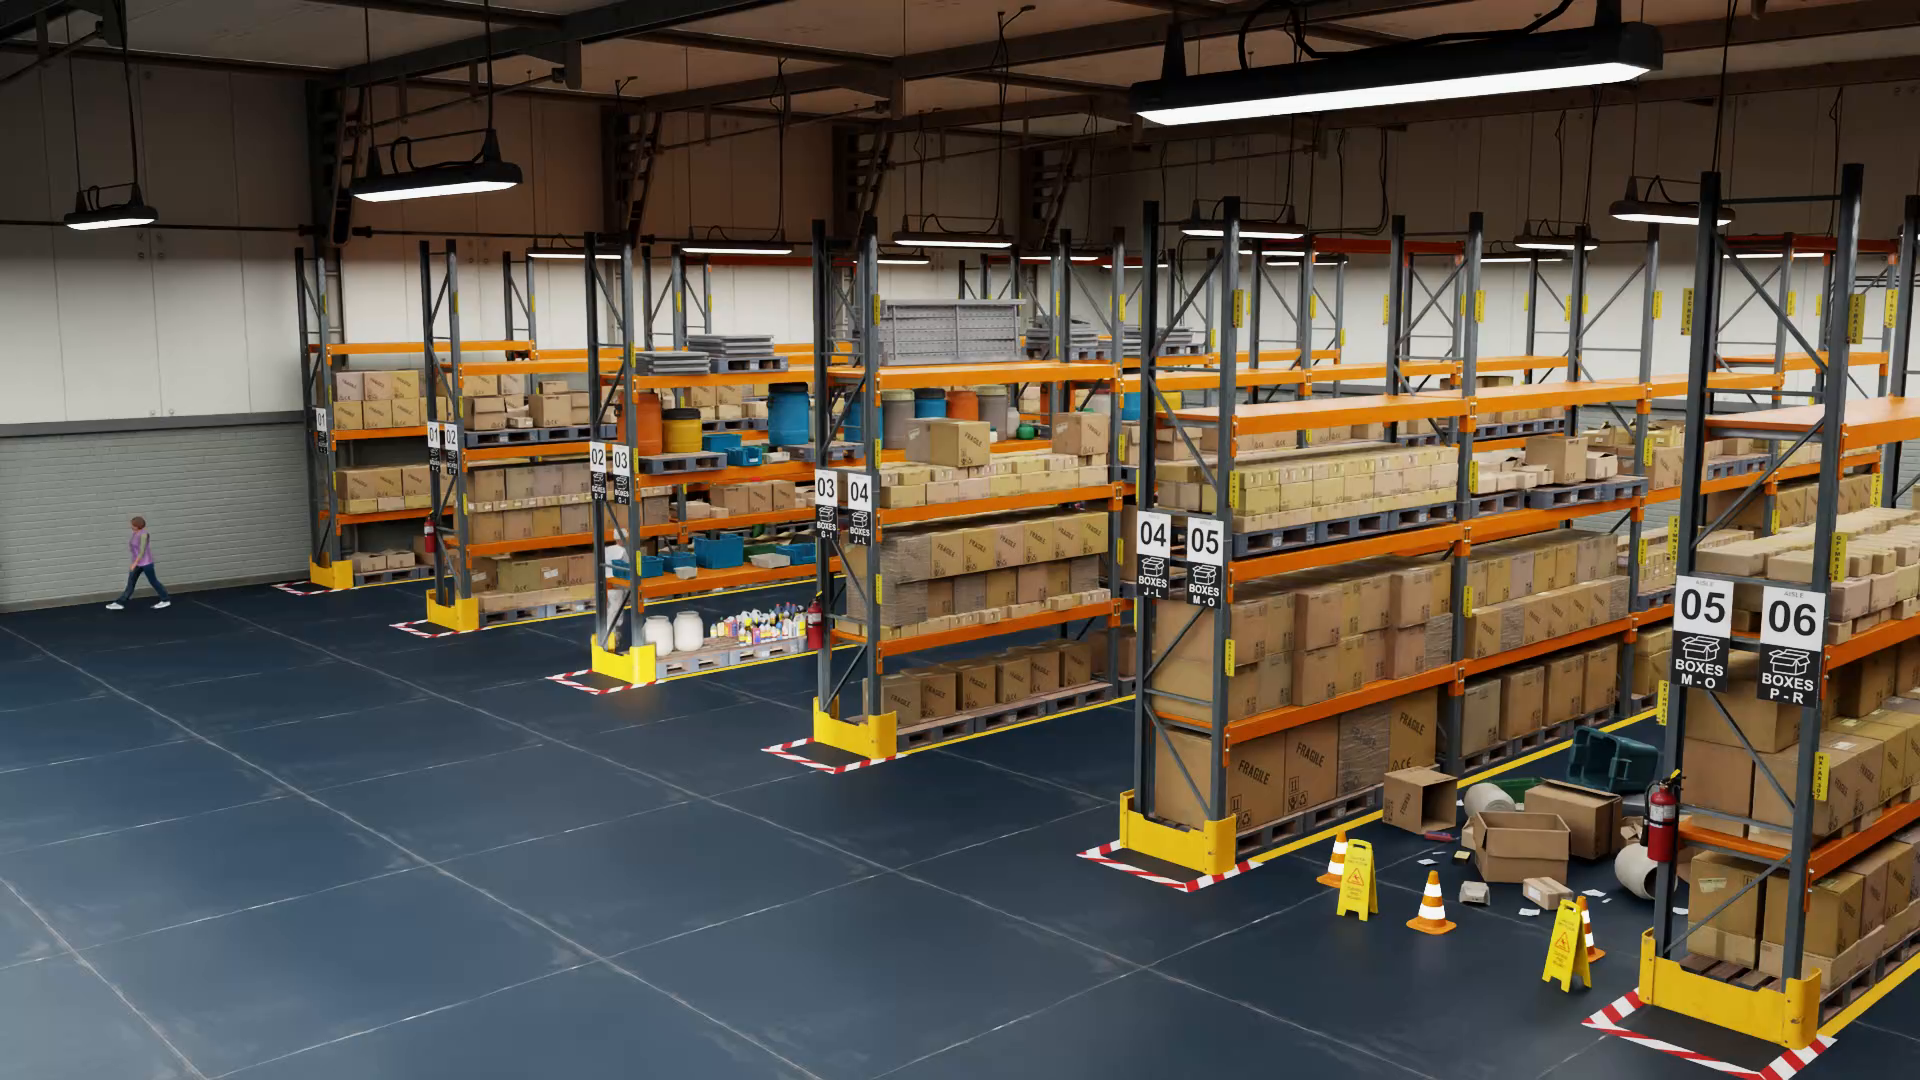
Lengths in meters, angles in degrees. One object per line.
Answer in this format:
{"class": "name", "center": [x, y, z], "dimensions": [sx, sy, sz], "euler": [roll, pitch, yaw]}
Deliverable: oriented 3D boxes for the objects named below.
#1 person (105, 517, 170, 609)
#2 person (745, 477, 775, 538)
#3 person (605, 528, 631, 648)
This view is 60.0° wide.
{"class": "person", "center": [-13.504, 0.387, 27.279], "dimensions": [0.433, 1.546, 0.968], "euler": [6, 10, 36]}
{"class": "person", "center": [-3.926, -0.399, 32.033], "dimensions": [0.519, 1.736, 0.962], "euler": [6, 11, 37]}
{"class": "person", "center": [-5.054, 0.729, 24.383], "dimensions": [0.591, 1.804, 0.551], "euler": [6, 10, 36]}
